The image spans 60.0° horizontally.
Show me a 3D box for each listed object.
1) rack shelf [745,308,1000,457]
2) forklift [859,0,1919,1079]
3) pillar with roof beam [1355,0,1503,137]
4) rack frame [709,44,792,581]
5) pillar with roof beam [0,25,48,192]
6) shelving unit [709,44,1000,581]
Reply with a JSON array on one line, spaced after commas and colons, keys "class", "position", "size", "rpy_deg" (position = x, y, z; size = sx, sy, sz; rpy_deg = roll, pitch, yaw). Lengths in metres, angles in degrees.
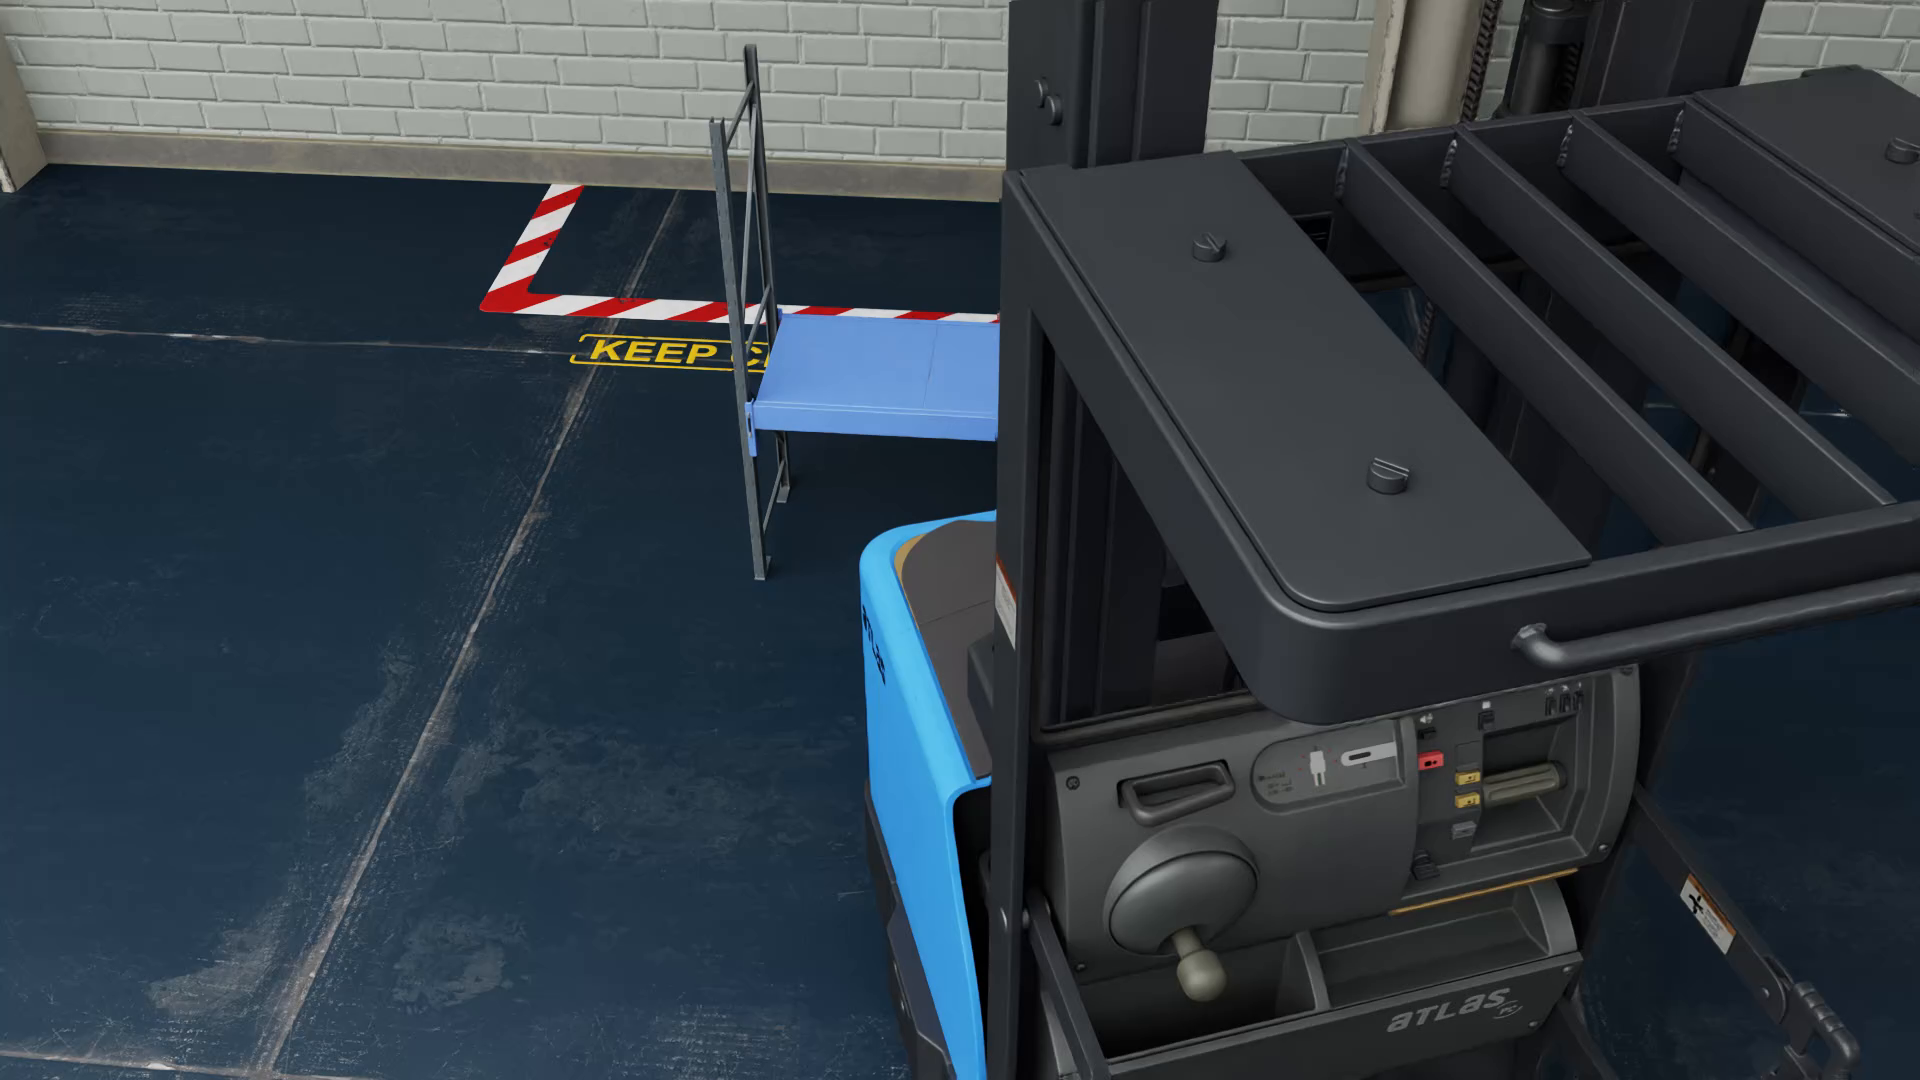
[{"class": "rack shelf", "position": [-0.085, -0.447, 4.896], "size": [1.000, 0.185, 0.538], "rpy_deg": [3, 39, 4]}, {"class": "forklift", "position": [0.648, 0.494, 2.321], "size": [1.130, 2.935, 3.031], "rpy_deg": [-10, 40, -12]}, {"class": "pillar with roof beam", "position": [1.408, -2.040, 0.628], "size": [0.400, 9.000, 9.100], "rpy_deg": [3, 39, 4]}, {"class": "rack frame", "position": [-0.591, -0.614, 4.816], "size": [0.032, 1.500, 0.500], "rpy_deg": [3, 39, 4]}, {"class": "pillar with roof beam", "position": [-4.570, -2.367, 1.030], "size": [0.400, 9.000, 9.100], "rpy_deg": [3, 39, 4]}, {"class": "shelving unit", "position": [-0.085, -0.586, 4.782], "size": [1.048, 1.500, 0.538], "rpy_deg": [3, 39, 4]}]
